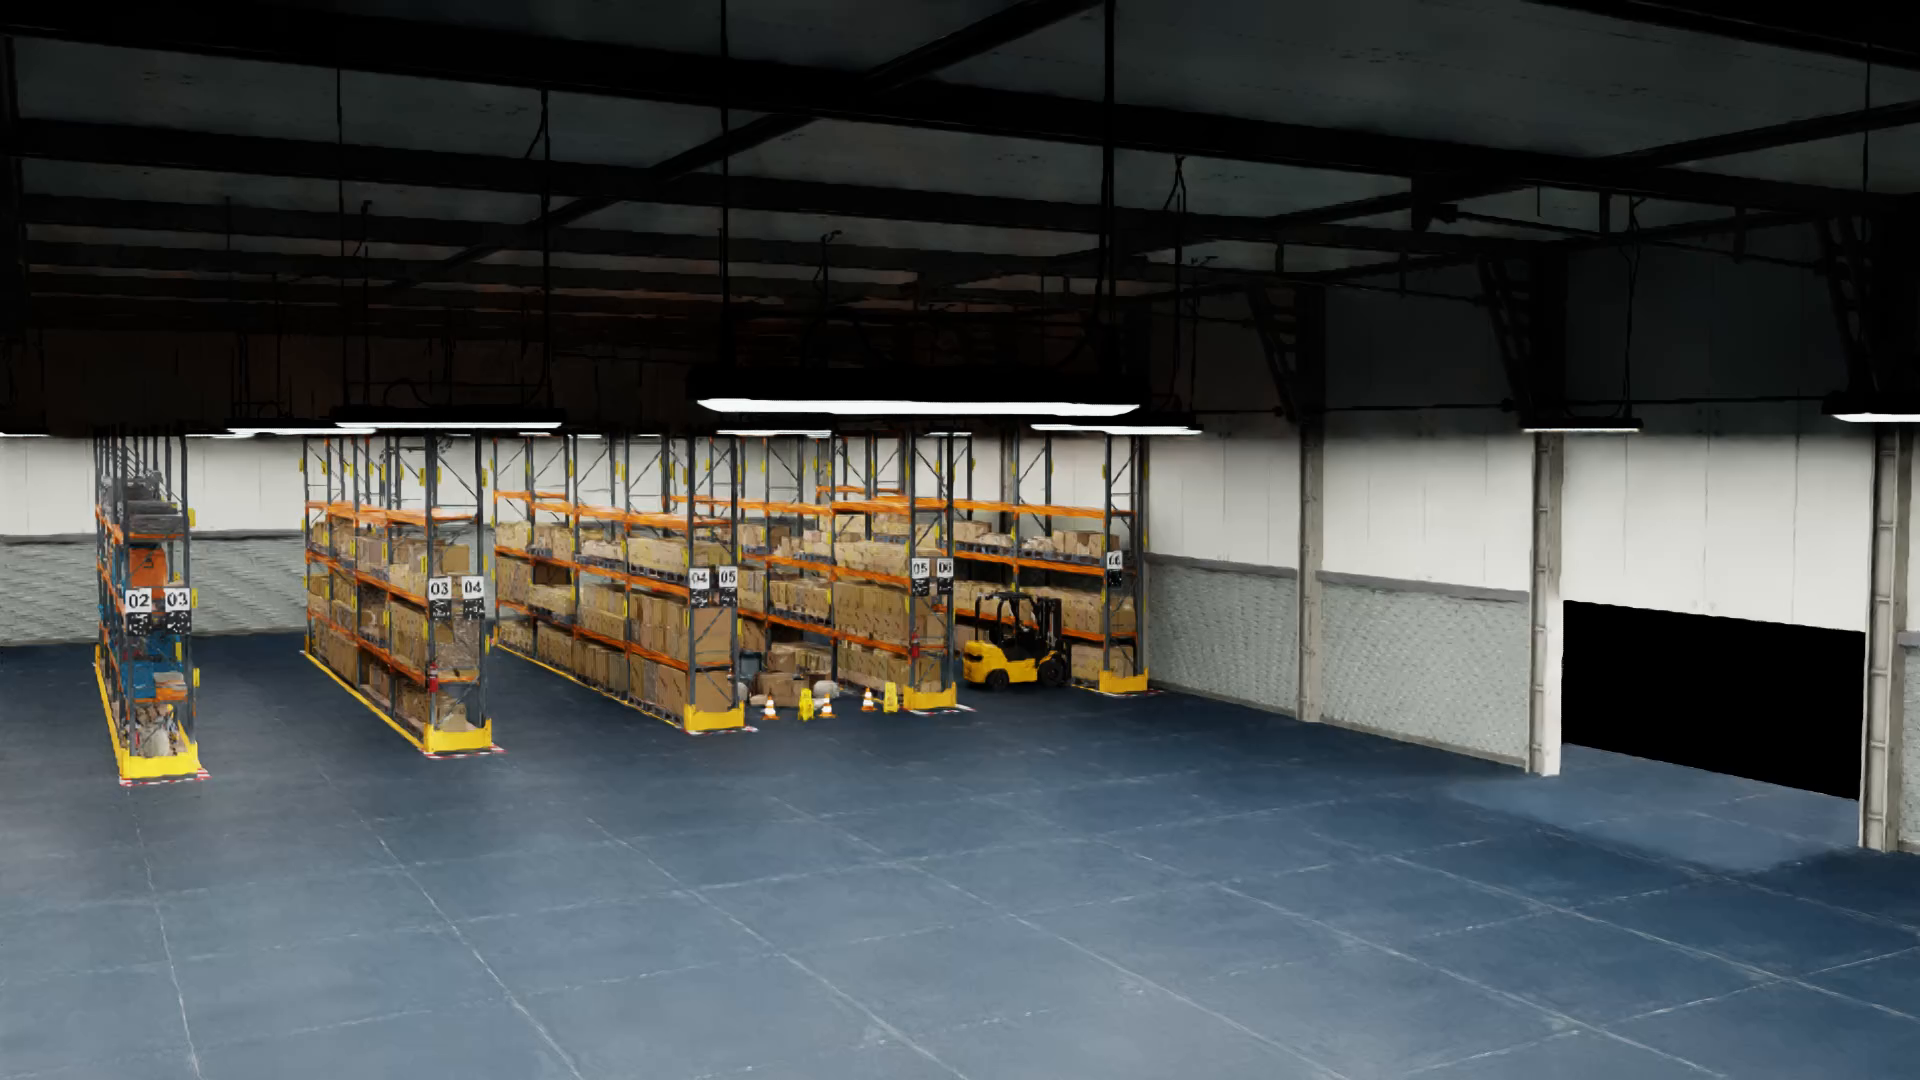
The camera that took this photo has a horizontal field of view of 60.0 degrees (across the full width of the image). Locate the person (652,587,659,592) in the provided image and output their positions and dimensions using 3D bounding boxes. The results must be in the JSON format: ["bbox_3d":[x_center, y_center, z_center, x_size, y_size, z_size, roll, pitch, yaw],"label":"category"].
[{"bbox_3d":[-8.616,1.998,47.117,0.420,1.726,0.655,-2,4,-25],"label":"person"}]
